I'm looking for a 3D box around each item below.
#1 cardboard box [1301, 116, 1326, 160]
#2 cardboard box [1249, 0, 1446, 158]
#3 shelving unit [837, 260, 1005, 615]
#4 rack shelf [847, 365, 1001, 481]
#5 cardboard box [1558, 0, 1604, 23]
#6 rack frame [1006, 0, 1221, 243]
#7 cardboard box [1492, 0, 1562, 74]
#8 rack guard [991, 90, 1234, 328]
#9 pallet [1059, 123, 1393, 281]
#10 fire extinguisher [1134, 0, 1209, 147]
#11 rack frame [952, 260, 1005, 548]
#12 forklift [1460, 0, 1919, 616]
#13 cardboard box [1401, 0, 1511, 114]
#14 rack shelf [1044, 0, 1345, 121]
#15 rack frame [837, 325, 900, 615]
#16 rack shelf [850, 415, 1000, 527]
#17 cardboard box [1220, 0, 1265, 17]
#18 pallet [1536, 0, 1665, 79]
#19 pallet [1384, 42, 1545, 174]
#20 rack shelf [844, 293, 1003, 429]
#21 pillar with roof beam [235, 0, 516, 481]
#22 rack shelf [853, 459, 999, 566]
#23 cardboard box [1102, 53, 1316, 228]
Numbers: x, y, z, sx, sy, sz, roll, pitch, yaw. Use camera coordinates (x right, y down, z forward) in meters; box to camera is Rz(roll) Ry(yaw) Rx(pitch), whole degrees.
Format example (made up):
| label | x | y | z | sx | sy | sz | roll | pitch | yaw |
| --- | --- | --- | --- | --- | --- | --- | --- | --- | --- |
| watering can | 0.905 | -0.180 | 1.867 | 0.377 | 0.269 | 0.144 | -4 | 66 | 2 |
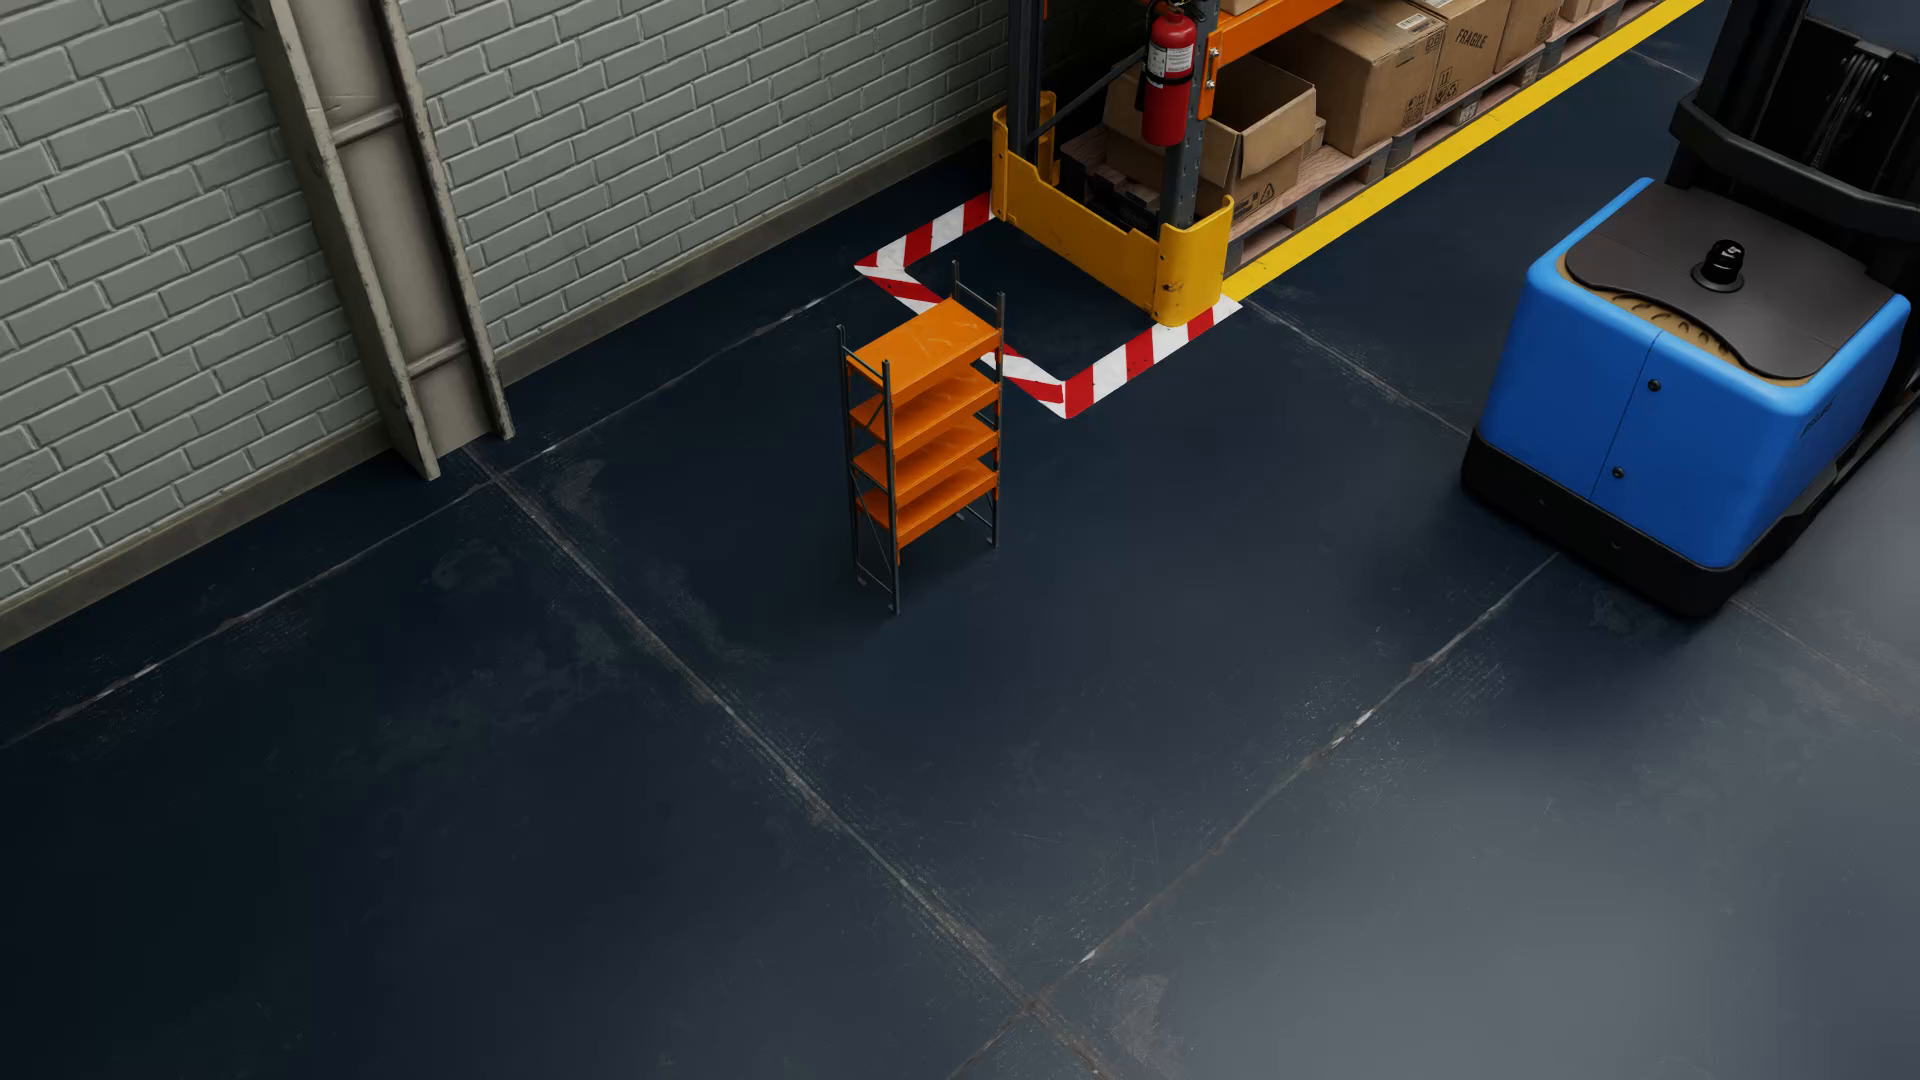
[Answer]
| label | x | y | z | sx | sy | sz | roll | pitch | yaw |
| --- | --- | --- | --- | --- | --- | --- | --- | --- | --- |
| cardboard box | 1.437 | -1.883 | 7.601 | 0.250 | 0.149 | 0.380 | -36 | 57 | -28 |
| cardboard box | 1.755 | -2.215 | 7.668 | 0.500 | 0.500 | 0.700 | -32 | 55 | -26 |
| shelving unit | -0.122 | -0.325 | 5.734 | 0.503 | 1.200 | 0.258 | -34 | 56 | -27 |
| rack shelf | -0.122 | -0.431 | 5.619 | 0.480 | 0.148 | 0.258 | -34 | 56 | -27 |
| cardboard box | 3.061 | -2.849 | 8.412 | 0.258 | 0.266 | 0.396 | -32 | 55 | -26 |
| rack frame | 0.580 | -2.268 | 6.301 | 0.127 | 3.000 | 1.000 | -34 | 56 | -27 |
| cardboard box | 2.523 | -2.728 | 8.141 | 0.500 | 0.500 | 0.700 | -36 | 57 | -28 |
| rack guard | 0.637 | -1.458 | 7.255 | 0.348 | 0.500 | 1.175 | -34 | 56 | -27 |
| pallet | 1.226 | -1.754 | 7.725 | 1.213 | 0.211 | 1.003 | -34 | 56 | -27 |
| fire extinguisher | 0.783 | -1.791 | 6.168 | 0.183 | 0.674 | 0.296 | -34 | 56 | -27 |
| rack frame | 0.058 | -0.446 | 5.845 | 0.015 | 1.200 | 0.240 | -34 | 56 | -27 |
| forklift | 3.325 | -1.696 | 5.820 | 3.031 | 2.935 | 1.130 | -36 | 57 | -28 |
| cardboard box | 2.214 | -2.422 | 7.859 | 0.500 | 0.500 | 0.500 | -33 | 55 | -27 |
| rack shelf | 2.060 | -3.013 | 7.478 | 4.000 | 0.370 | 1.077 | -34 | 56 | -27 |
| rack frame | -0.303 | -0.204 | 5.622 | 0.015 | 1.200 | 0.240 | -34 | 56 | -27 |
| rack shelf | -0.122 | -0.279 | 5.783 | 0.480 | 0.148 | 0.258 | -34 | 56 | -27 |
| cardboard box | 1.008 | -2.196 | 6.406 | 0.250 | 0.149 | 0.380 | -34 | 56 | -27 |
| pallet | 3.031 | -2.961 | 8.838 | 1.213 | 0.211 | 1.003 | -34 | 56 | -27 |
| pallet | 2.128 | -2.354 | 8.279 | 1.213 | 0.211 | 1.003 | -34 | 56 | -27 |
| rack shelf | -0.122 | -0.591 | 5.445 | 0.480 | 0.148 | 0.258 | -34 | 56 | -27 |
| pillar with roof beam | 0.875 | -1.118 | 1.159 | 0.400 | 9.000 | 9.100 | -34 | 56 | -27 |
| rack shelf | -0.122 | -0.145 | 5.929 | 0.480 | 0.148 | 0.258 | -34 | 56 | -27 |
| cardboard box | 1.097 | -1.815 | 7.296 | 0.637 | 0.503 | 0.797 | -36 | 57 | -28 |
